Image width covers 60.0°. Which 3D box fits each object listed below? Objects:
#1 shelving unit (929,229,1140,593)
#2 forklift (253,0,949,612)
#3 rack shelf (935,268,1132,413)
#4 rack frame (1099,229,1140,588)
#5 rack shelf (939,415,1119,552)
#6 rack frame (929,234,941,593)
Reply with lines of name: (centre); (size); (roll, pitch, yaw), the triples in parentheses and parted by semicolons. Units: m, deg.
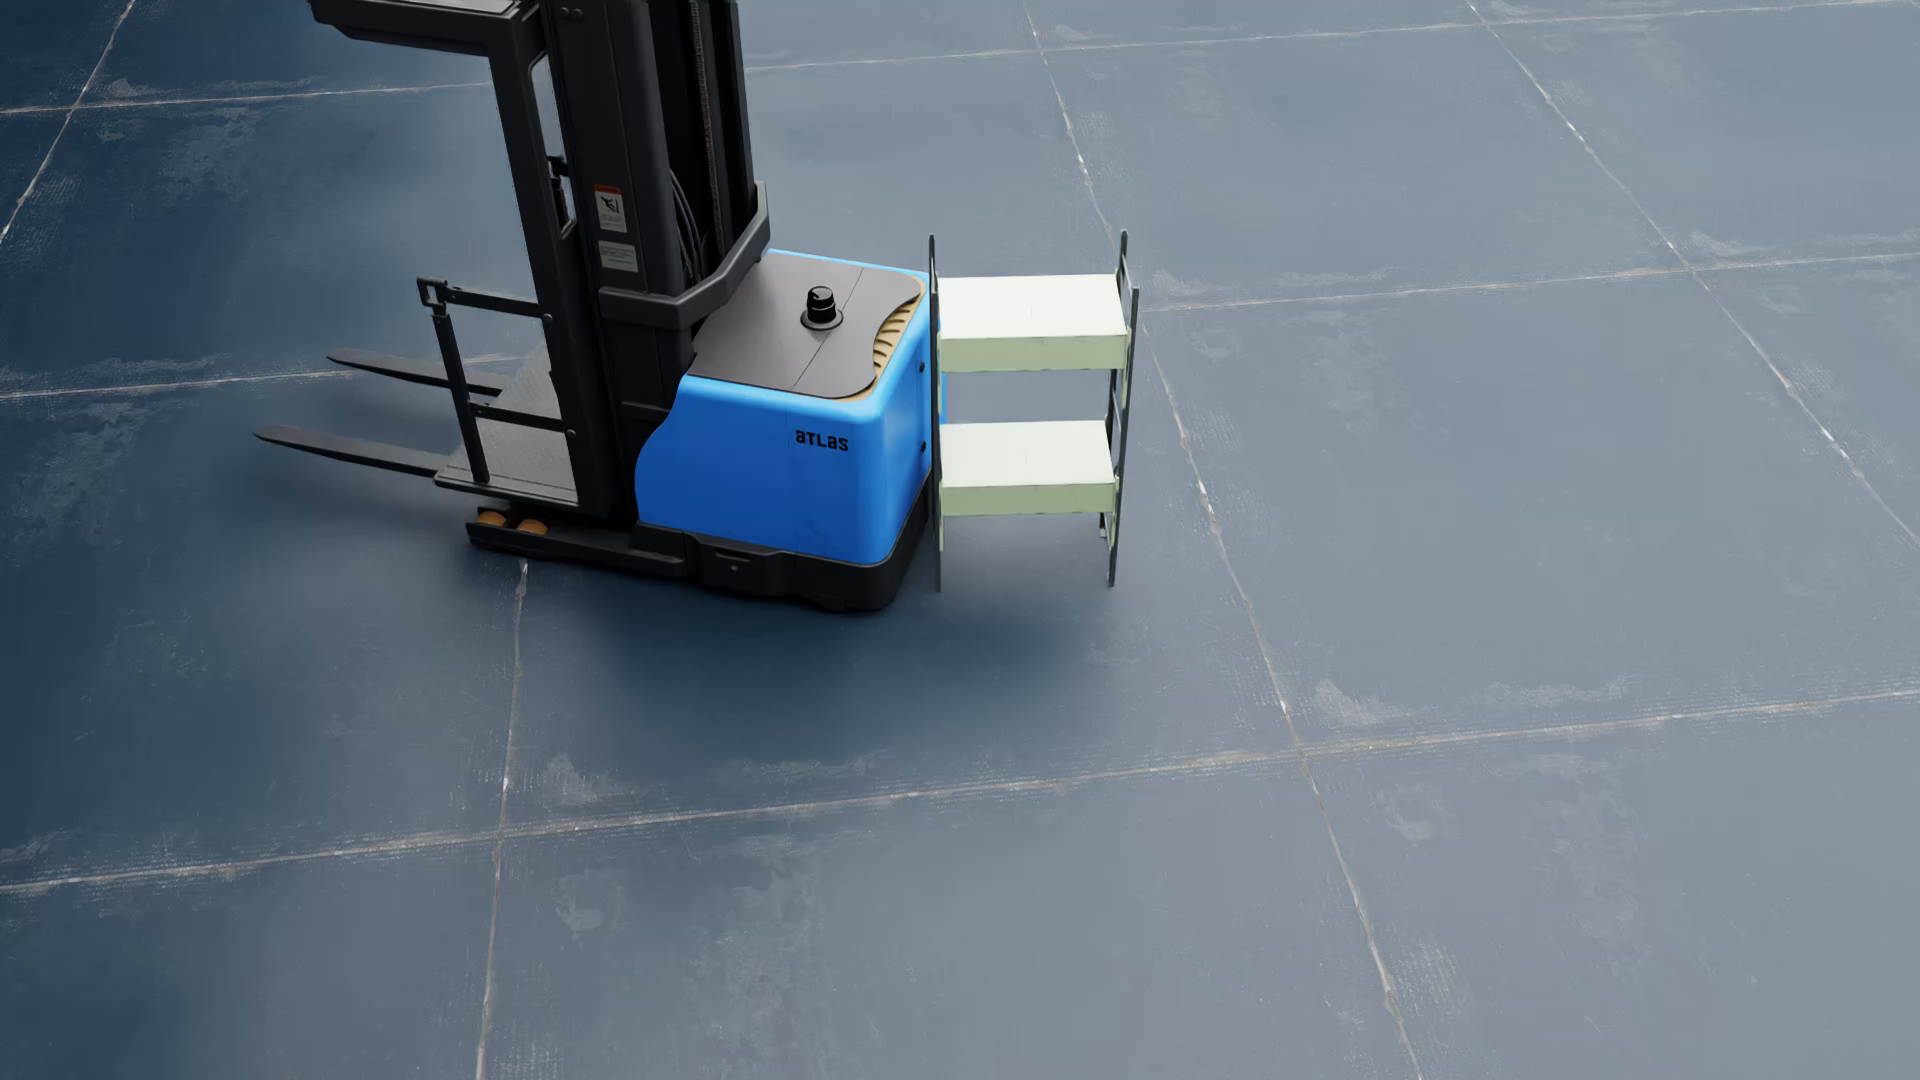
shelving unit: (0.266, -0.479, 6.661); (0.755, 1.500, 0.431); (-2, 42, -2)
forklift: (-1.621, -1.343, 6.550); (3.031, 2.935, 1.130); (11, 43, 11)
rack shelf: (0.266, -0.769, 6.400); (0.720, 0.370, 0.431); (-2, 42, -2)
rack frame: (0.632, -0.489, 6.673); (0.023, 1.500, 0.400); (-2, 42, -2)
rack shelf: (0.266, -0.237, 6.880); (0.720, 0.370, 0.431); (-2, 42, -2)
rack frame: (-0.100, -0.469, 6.650); (0.023, 1.500, 0.400); (-2, 42, -2)
